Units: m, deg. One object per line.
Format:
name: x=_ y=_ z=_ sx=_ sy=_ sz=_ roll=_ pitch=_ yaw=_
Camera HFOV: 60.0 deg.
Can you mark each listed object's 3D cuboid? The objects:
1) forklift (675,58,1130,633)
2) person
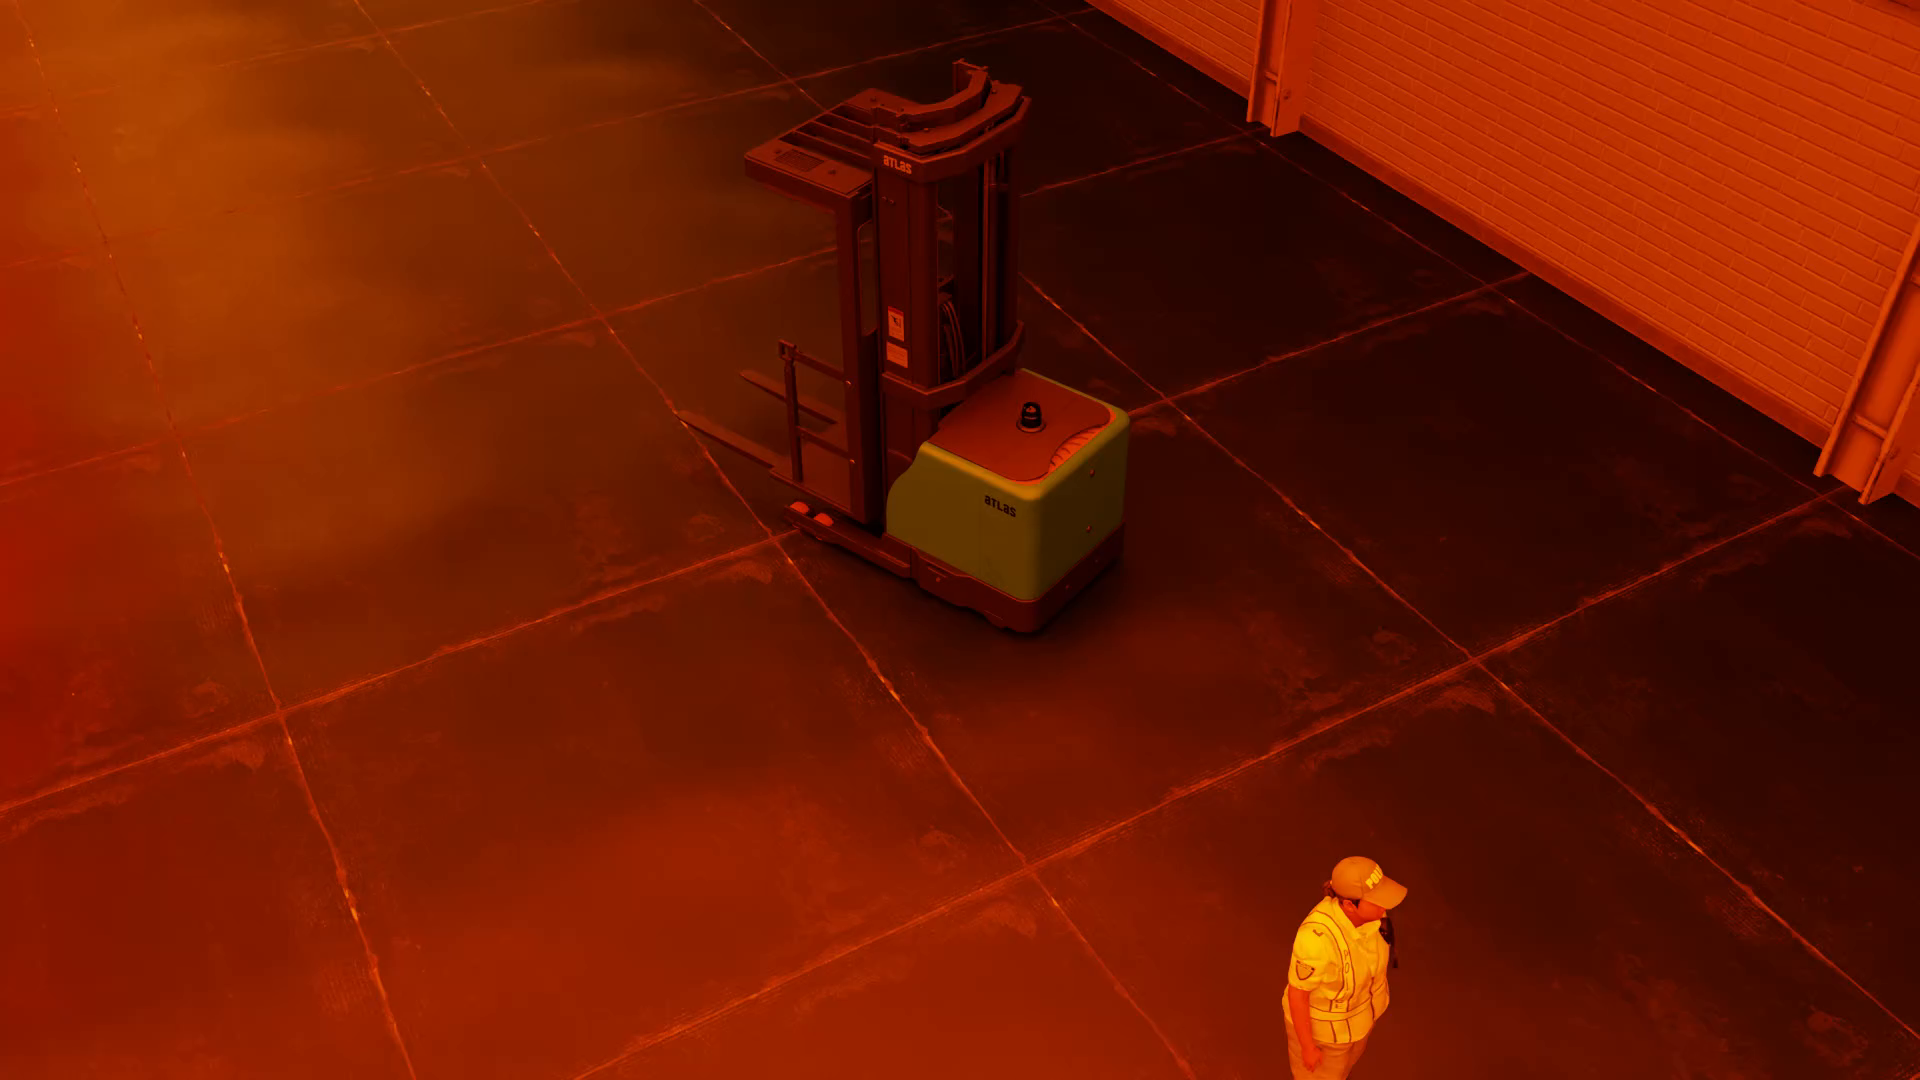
forklift: x=-0.481 y=-1.366 z=9.683 sx=3.031 sy=2.935 sz=1.130 roll=26 pitch=46 yaw=28
person: x=1.560 y=1.941 z=6.675 sx=0.529 sy=1.669 sz=0.599 roll=31 pitch=49 yaw=32
